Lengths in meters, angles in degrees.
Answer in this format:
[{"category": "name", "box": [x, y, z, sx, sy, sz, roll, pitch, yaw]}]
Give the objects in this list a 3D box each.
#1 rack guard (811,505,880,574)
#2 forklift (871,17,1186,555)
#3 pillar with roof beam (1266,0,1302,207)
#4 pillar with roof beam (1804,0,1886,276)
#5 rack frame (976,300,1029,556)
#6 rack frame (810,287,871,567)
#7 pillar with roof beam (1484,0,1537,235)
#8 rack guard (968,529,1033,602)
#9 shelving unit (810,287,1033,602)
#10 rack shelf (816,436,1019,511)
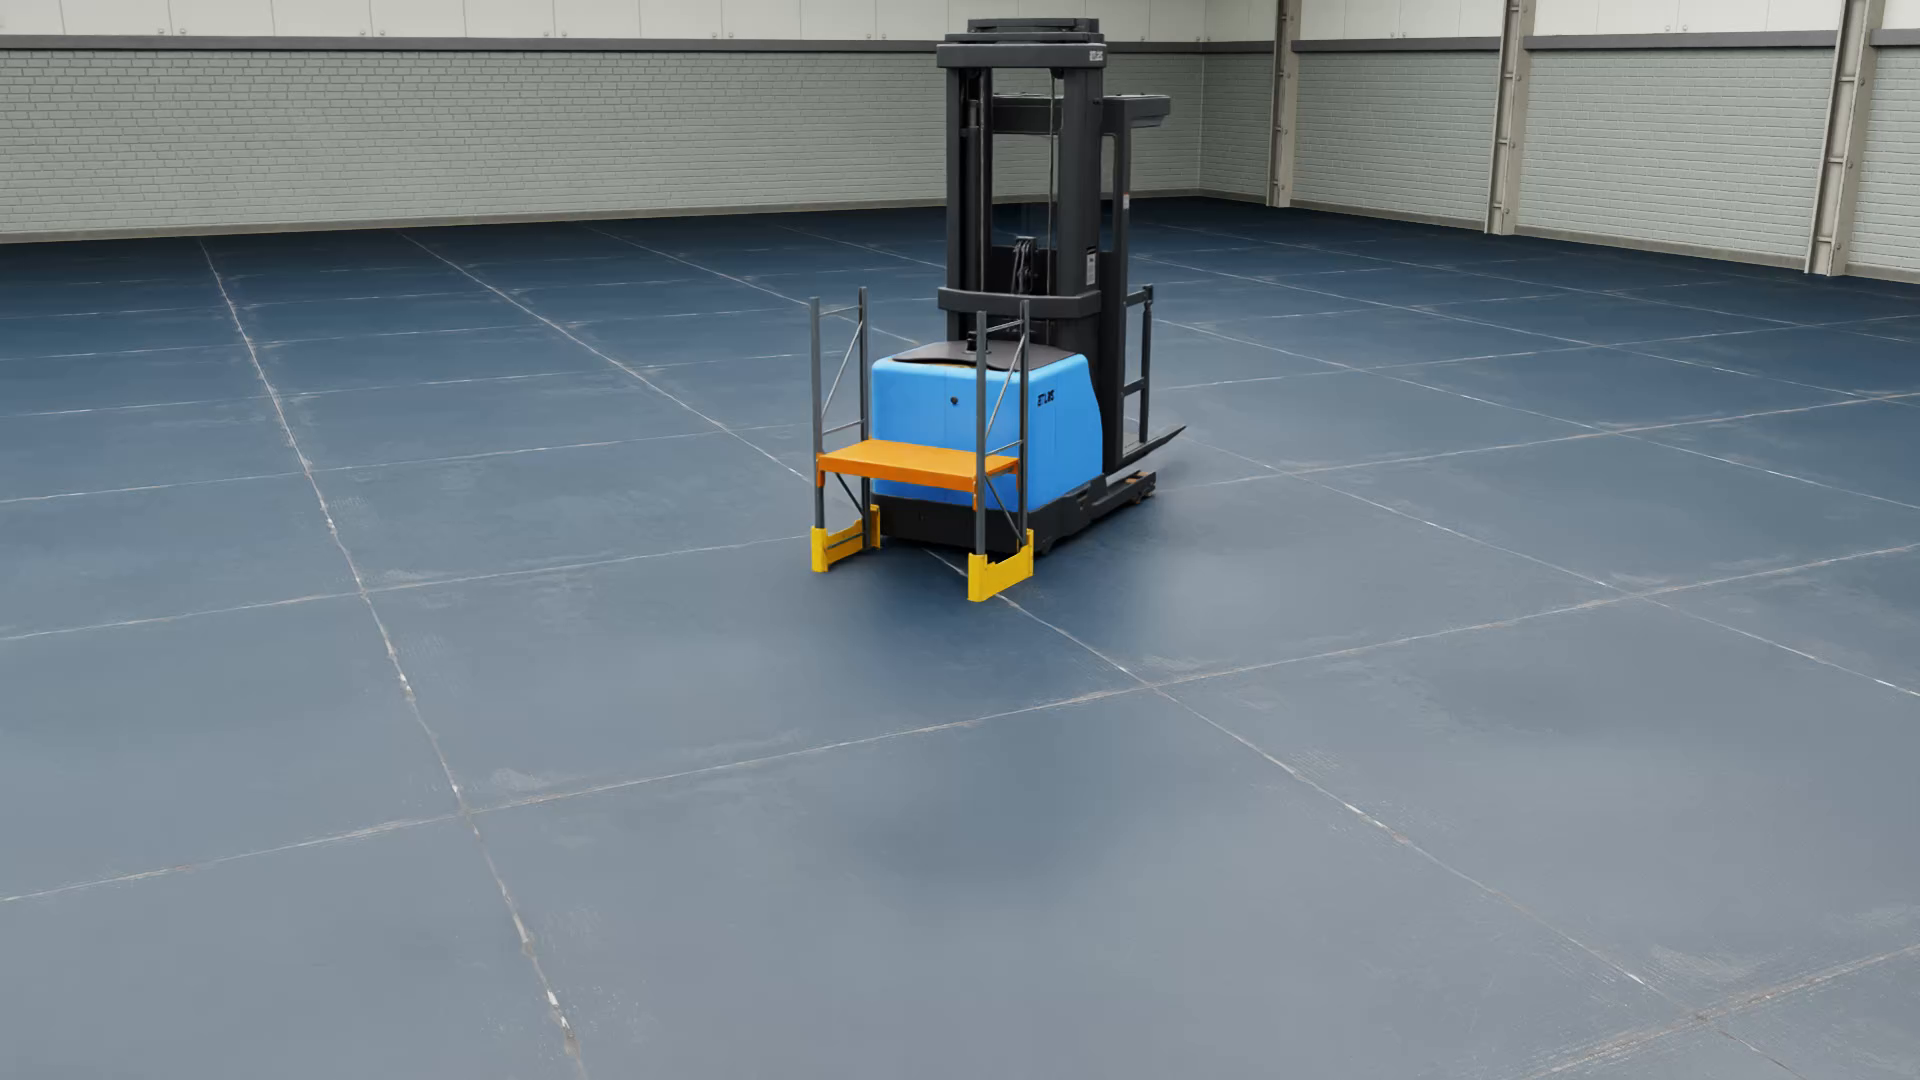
[{"category": "rack guard", "box": [-0.637, -0.010, 9.332, 0.087, 0.250, 0.587, 9, 18, 29]}, {"category": "forklift", "box": [0.611, -1.685, 10.310, 1.130, 2.935, 3.031, 8, 18, 26]}, {"category": "pillar with roof beam", "box": [2.340, -10.310, 29.364, 9.100, 9.000, 0.400, -8, 18, -25]}, {"category": "pillar with roof beam", "box": [7.597, -7.335, 18.996, 9.100, 9.000, 0.400, -8, 18, -25]}, {"category": "rack frame", "box": [0.222, -0.471, 8.672, 0.032, 1.500, 0.500, 9, 18, 29]}, {"category": "rack frame", "box": [-0.653, -0.613, 9.169, 0.032, 1.500, 0.500, 9, 18, 29]}, {"category": "pillar with roof beam", "box": [4.968, -8.822, 24.180, 9.100, 9.000, 0.400, -8, 18, -25]}, {"category": "rack guard", "box": [0.221, 0.130, 8.845, 0.087, 0.250, 0.587, 9, 18, 29]}, {"category": "shelving unit", "box": [-0.208, -0.541, 8.916, 1.083, 1.500, 0.587, 9, 18, 29]}, {"category": "rack shelf", "box": [-0.216, -0.369, 8.971, 1.000, 0.185, 0.538, 9, 18, 29]}]
